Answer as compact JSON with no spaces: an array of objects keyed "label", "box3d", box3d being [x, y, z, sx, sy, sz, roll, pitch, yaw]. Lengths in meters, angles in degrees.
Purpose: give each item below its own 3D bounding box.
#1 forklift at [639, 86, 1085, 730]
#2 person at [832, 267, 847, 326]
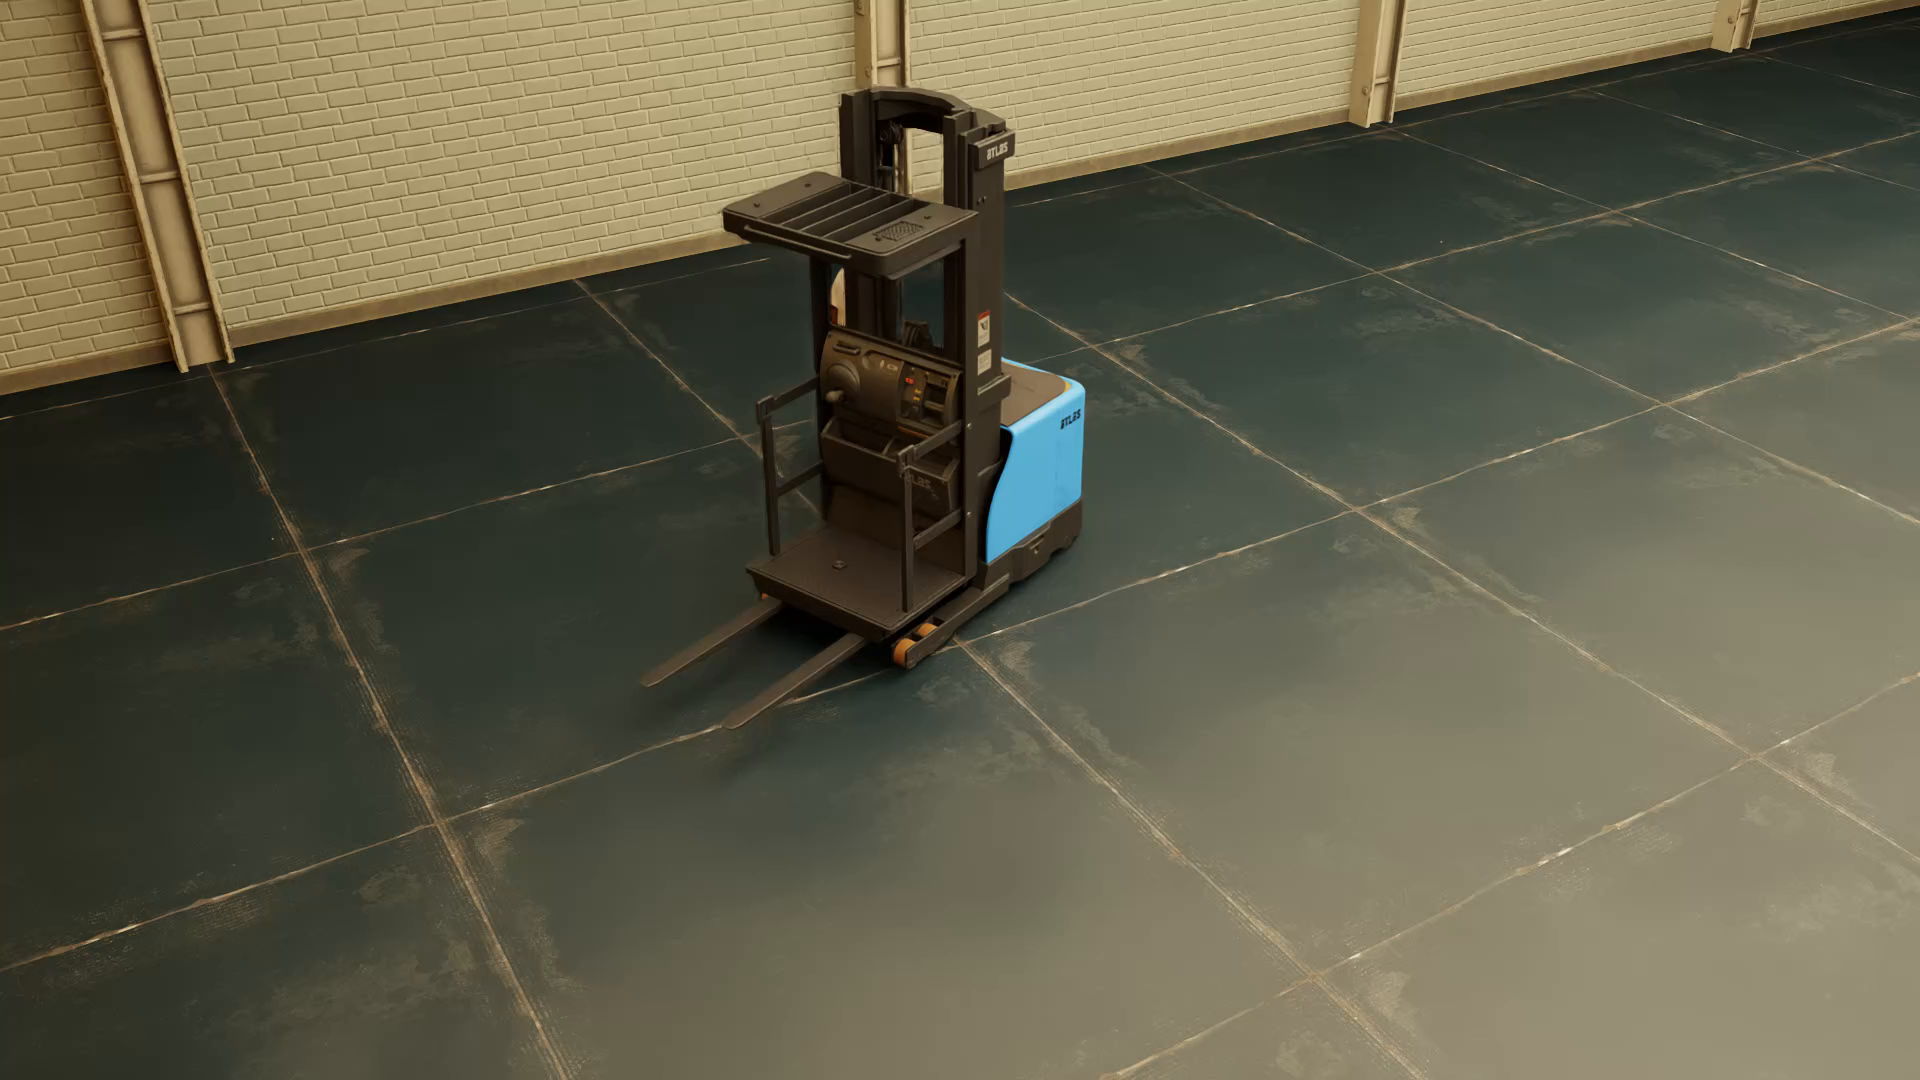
[{"label":"forklift","box3d":[-0.521,-0.825,9.024,1.130,2.935,3.031,21,37,31]},{"label":"person","box3d":[-0.607,-1.197,10.850,0.476,1.732,0.886,-12,33,-19]}]
